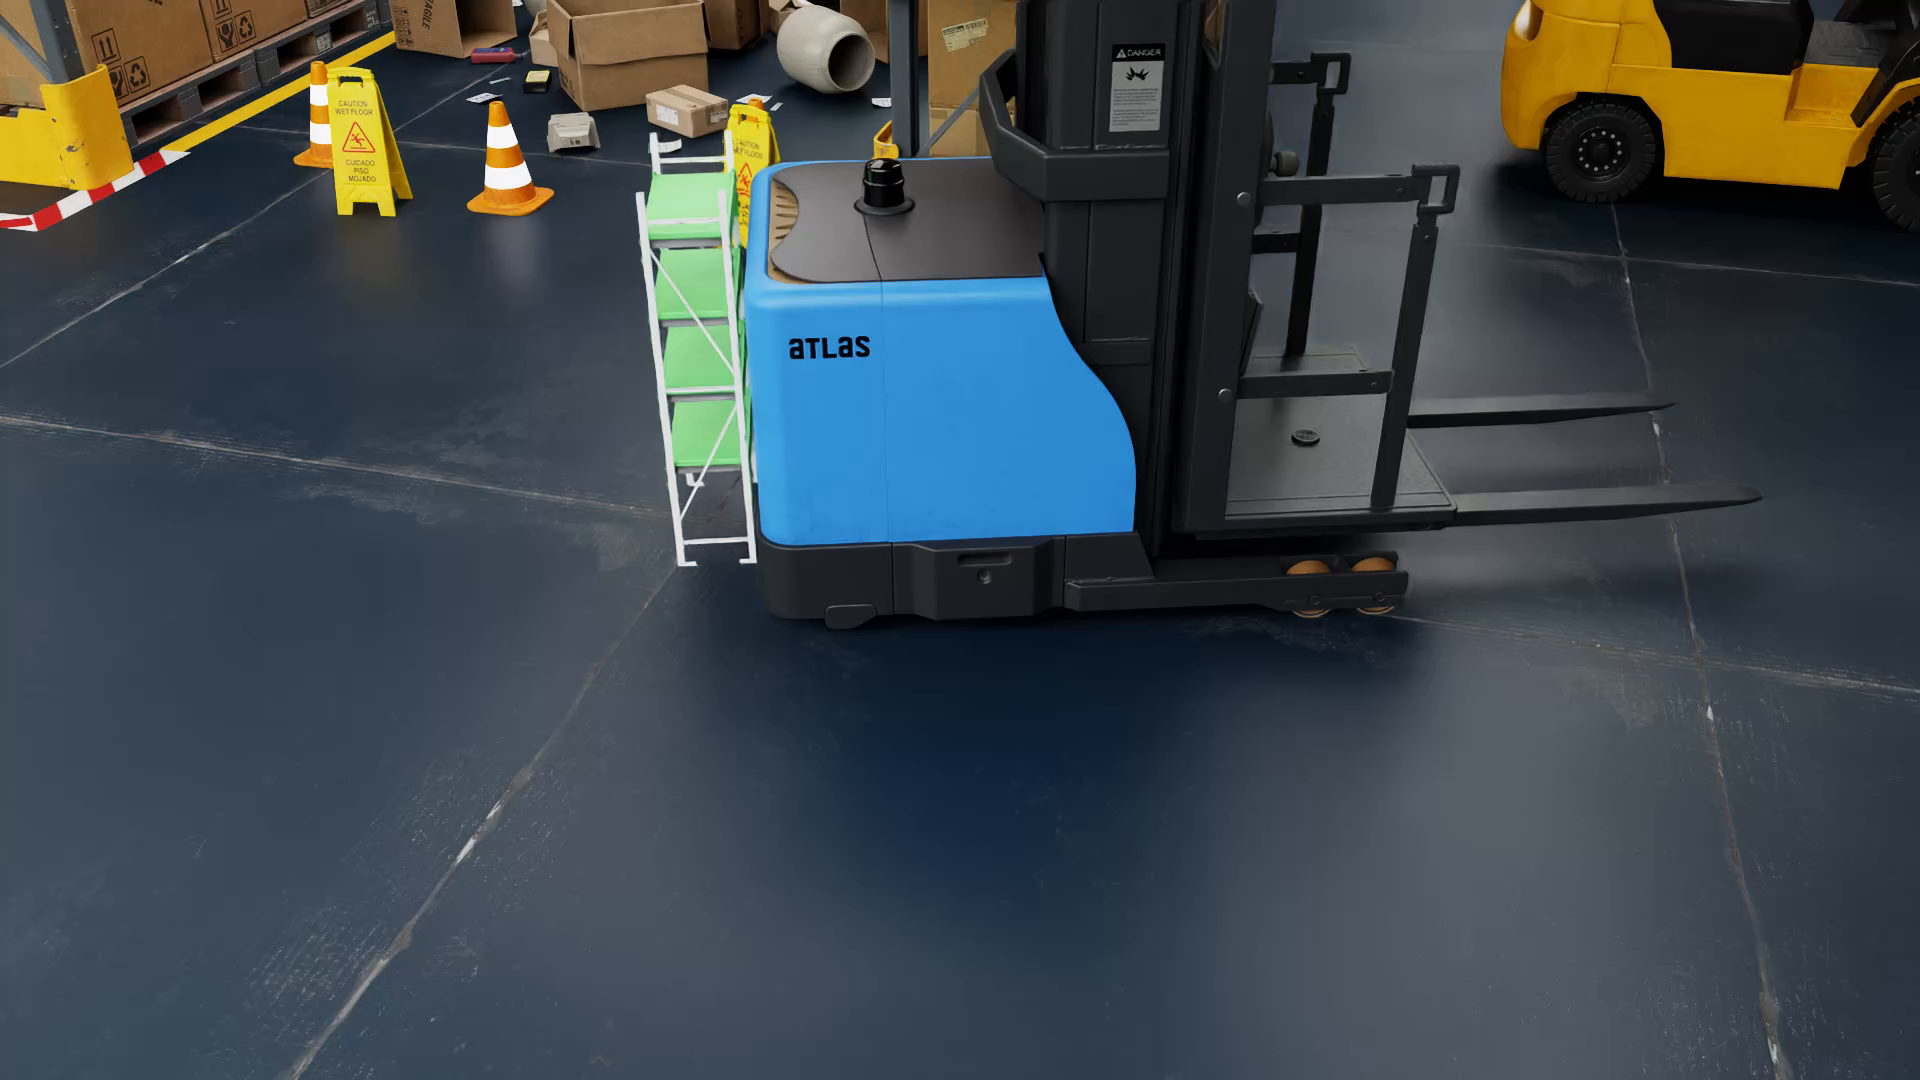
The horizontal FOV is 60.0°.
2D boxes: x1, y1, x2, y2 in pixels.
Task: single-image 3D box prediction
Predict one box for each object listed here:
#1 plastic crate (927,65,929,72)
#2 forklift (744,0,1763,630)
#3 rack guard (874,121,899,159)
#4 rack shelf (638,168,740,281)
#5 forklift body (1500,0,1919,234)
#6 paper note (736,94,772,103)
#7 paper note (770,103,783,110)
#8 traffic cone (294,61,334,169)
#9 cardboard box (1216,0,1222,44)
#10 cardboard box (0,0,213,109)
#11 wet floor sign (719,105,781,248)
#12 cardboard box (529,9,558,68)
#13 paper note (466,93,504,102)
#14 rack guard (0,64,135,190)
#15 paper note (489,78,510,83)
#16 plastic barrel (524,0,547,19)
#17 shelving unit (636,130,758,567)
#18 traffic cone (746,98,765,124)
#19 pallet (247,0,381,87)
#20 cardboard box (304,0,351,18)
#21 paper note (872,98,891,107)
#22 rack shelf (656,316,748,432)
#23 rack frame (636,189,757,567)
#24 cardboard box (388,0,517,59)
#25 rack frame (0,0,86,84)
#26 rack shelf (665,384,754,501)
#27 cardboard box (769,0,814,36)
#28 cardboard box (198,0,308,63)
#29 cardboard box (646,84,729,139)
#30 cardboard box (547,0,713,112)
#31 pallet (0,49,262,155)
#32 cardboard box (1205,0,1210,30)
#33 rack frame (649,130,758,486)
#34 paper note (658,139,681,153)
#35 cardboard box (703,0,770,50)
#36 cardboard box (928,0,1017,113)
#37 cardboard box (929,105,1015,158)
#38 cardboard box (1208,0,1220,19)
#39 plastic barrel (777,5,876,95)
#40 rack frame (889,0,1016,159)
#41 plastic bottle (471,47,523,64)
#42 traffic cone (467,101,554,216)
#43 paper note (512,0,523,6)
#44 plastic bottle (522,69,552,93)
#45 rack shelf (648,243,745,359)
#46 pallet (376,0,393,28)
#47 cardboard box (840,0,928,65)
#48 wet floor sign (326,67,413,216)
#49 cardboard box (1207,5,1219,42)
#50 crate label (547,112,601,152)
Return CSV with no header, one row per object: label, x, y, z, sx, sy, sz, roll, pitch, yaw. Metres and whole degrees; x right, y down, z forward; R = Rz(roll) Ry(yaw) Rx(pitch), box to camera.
plastic crate,0.037,-2.607,9.276,0.402,0.080,0.583,-3,33,-4
forklift,0.900,-1.290,4.548,3.031,2.935,1.130,-3,33,-4
rack guard,0.233,-1.451,7.066,1.175,0.500,0.348,8,33,12
rack shelf,-0.773,-0.915,4.794,0.258,0.148,0.480,-3,33,-4
forklift body,3.733,-2.667,7.440,2.313,2.155,1.214,8,33,12
paper note,-1.111,-2.390,8.992,0.148,0.019,0.142,20,38,29
paper note,-0.980,-2.316,8.883,0.032,0.001,0.123,8,33,12
traffic cone,-3.091,-2.100,8.121,0.336,0.463,0.334,8,33,12
cardboard box,1.213,-2.938,9.247,0.500,0.250,0.500,7,33,11
cardboard box,-4.492,-2.729,8.336,0.875,0.875,0.875,8,33,13
wet floor sign,-0.869,-1.520,7.039,0.267,0.644,0.232,20,38,29
cardboard box,-2.239,-2.867,9.512,0.396,0.266,0.258,14,35,21
paper note,-2.570,-2.395,8.991,0.144,0.017,0.142,20,38,29
rack guard,-4.606,-2.021,7.962,1.175,0.500,0.348,8,33,12
paper note,-2.566,-2.561,9.269,0.032,0.001,0.123,28,42,36
plastic barrel,-2.389,-3.279,10.013,0.421,0.421,0.512,-21,38,-29
shelving unit,-0.771,-0.564,5.018,0.258,1.200,0.503,-3,33,-4
traffic cone,-0.925,-1.795,7.642,0.336,0.463,0.334,8,33,12
pallet,-4.161,-2.968,9.722,1.003,0.211,1.213,8,33,12
cardboard box,-4.037,-3.659,9.799,0.875,0.875,0.875,8,33,13
paper note,-0.399,-2.359,8.933,0.142,0.019,0.148,-3,33,-4
rack shelf,-0.770,-0.510,5.052,0.258,0.148,0.480,-3,33,-4
rack frame,-0.751,-0.434,4.812,0.240,1.200,0.015,-3,33,-4
cardboard box,-2.986,-3.164,9.759,0.500,0.500,0.500,14,35,21
rack frame,-4.600,-3.088,7.311,1.000,3.000,0.127,8,33,12
rack shelf,-0.769,-0.308,5.181,0.258,0.148,0.480,-3,33,-4
cardboard box,-1.054,-3.258,10.127,0.258,0.266,0.396,-14,35,-21
cardboard box,-4.270,-3.186,9.055,0.875,0.875,0.875,8,33,12
cardboard box,-1.408,-2.218,8.600,0.380,0.149,0.250,28,42,36
cardboard box,-1.789,-2.669,8.979,0.797,0.503,0.637,-14,35,-21
pallet,-4.472,-2.337,8.729,1.003,0.211,1.213,8,33,12
cardboard box,0.955,-2.724,8.212,0.500,0.500,0.500,9,33,13
rack frame,-0.790,-0.695,5.223,0.240,1.200,0.015,-3,33,-4
paper note,-1.472,-1.975,8.328,0.148,0.019,0.142,-3,33,-4
cardboard box,-1.560,-3.213,9.708,0.797,0.637,0.503,8,33,12
cardboard box,0.165,-2.251,7.467,0.500,0.500,0.500,8,33,13
cardboard box,0.165,-1.952,7.696,0.500,0.250,0.500,8,33,12
cardboard box,1.083,-3.003,8.650,0.500,0.500,0.500,10,34,15
plastic barrel,-0.726,-2.657,9.035,0.421,0.421,0.512,-21,38,-29
rack frame,0.214,-2.466,6.334,1.000,3.000,0.127,8,33,12
plastic bottle,-2.665,-2.795,9.590,0.283,0.061,0.133,-3,33,-4
traffic cone,-2.085,-1.769,7.602,0.336,0.463,0.334,8,33,12
paper note,-2.879,-3.439,10.630,0.147,0.020,0.142,-14,35,-21
plastic bottle,-2.334,-2.546,9.198,0.133,0.061,0.283,-3,33,-4
rack shelf,-0.772,-0.713,4.923,0.258,0.148,0.480,-3,33,-4
pallet,-3.853,-3.603,10.721,1.003,0.211,1.213,8,33,12
cardboard box,-0.359,-3.117,9.685,0.500,0.500,0.500,-21,38,-29
wet floor sign,-2.692,-1.810,7.495,0.267,0.644,0.232,3,33,4
cardboard box,1.080,-2.675,8.833,0.500,0.250,0.500,9,33,13
crate label,-1.945,-2.048,8.344,0.250,0.136,0.298,-8,33,-13
